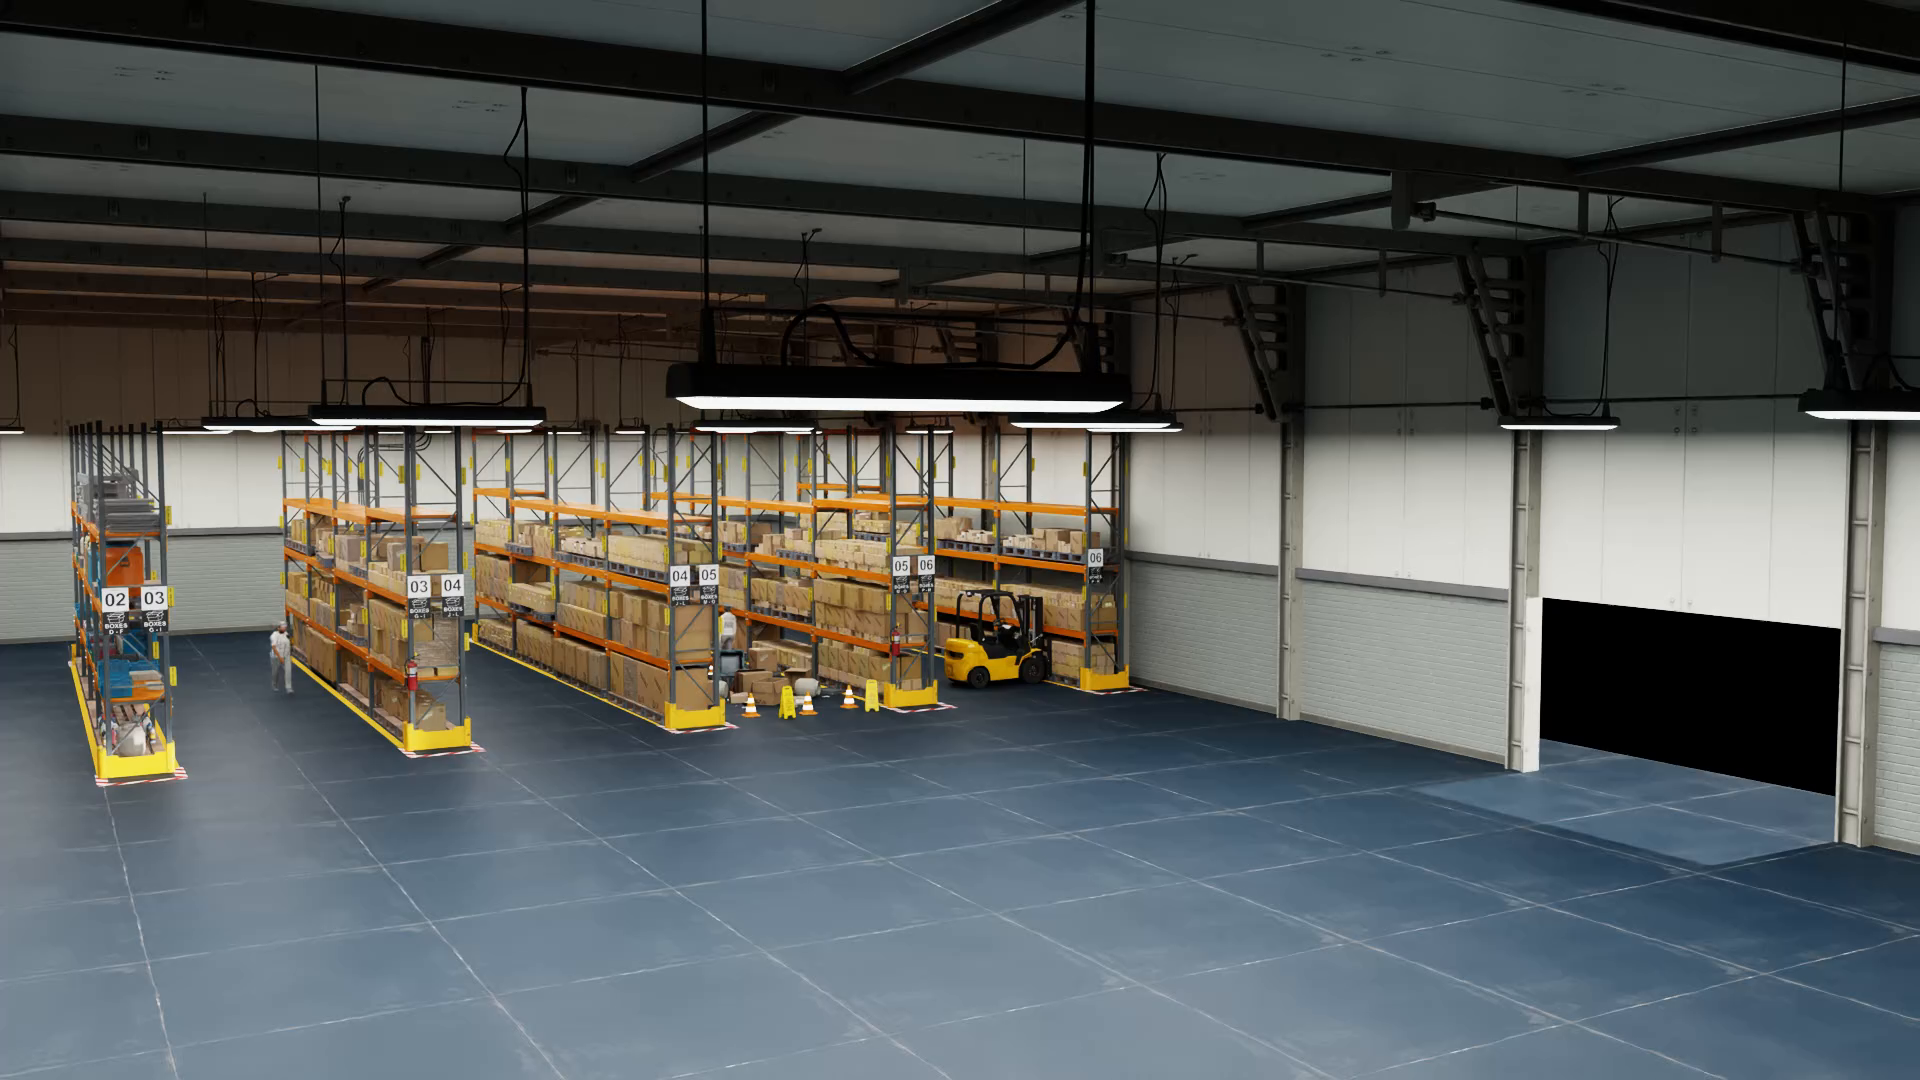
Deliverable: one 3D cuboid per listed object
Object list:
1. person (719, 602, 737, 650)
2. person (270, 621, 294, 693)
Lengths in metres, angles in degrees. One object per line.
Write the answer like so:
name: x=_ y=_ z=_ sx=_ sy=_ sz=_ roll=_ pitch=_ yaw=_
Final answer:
person: x=-5.684 y=2.371 z=40.555 sx=0.523 sy=1.676 sz=0.405 roll=-2 pitch=4 yaw=-35
person: x=-15.150 y=2.611 z=37.153 sx=0.461 sy=1.600 sz=0.984 roll=-3 pitch=5 yaw=-41
